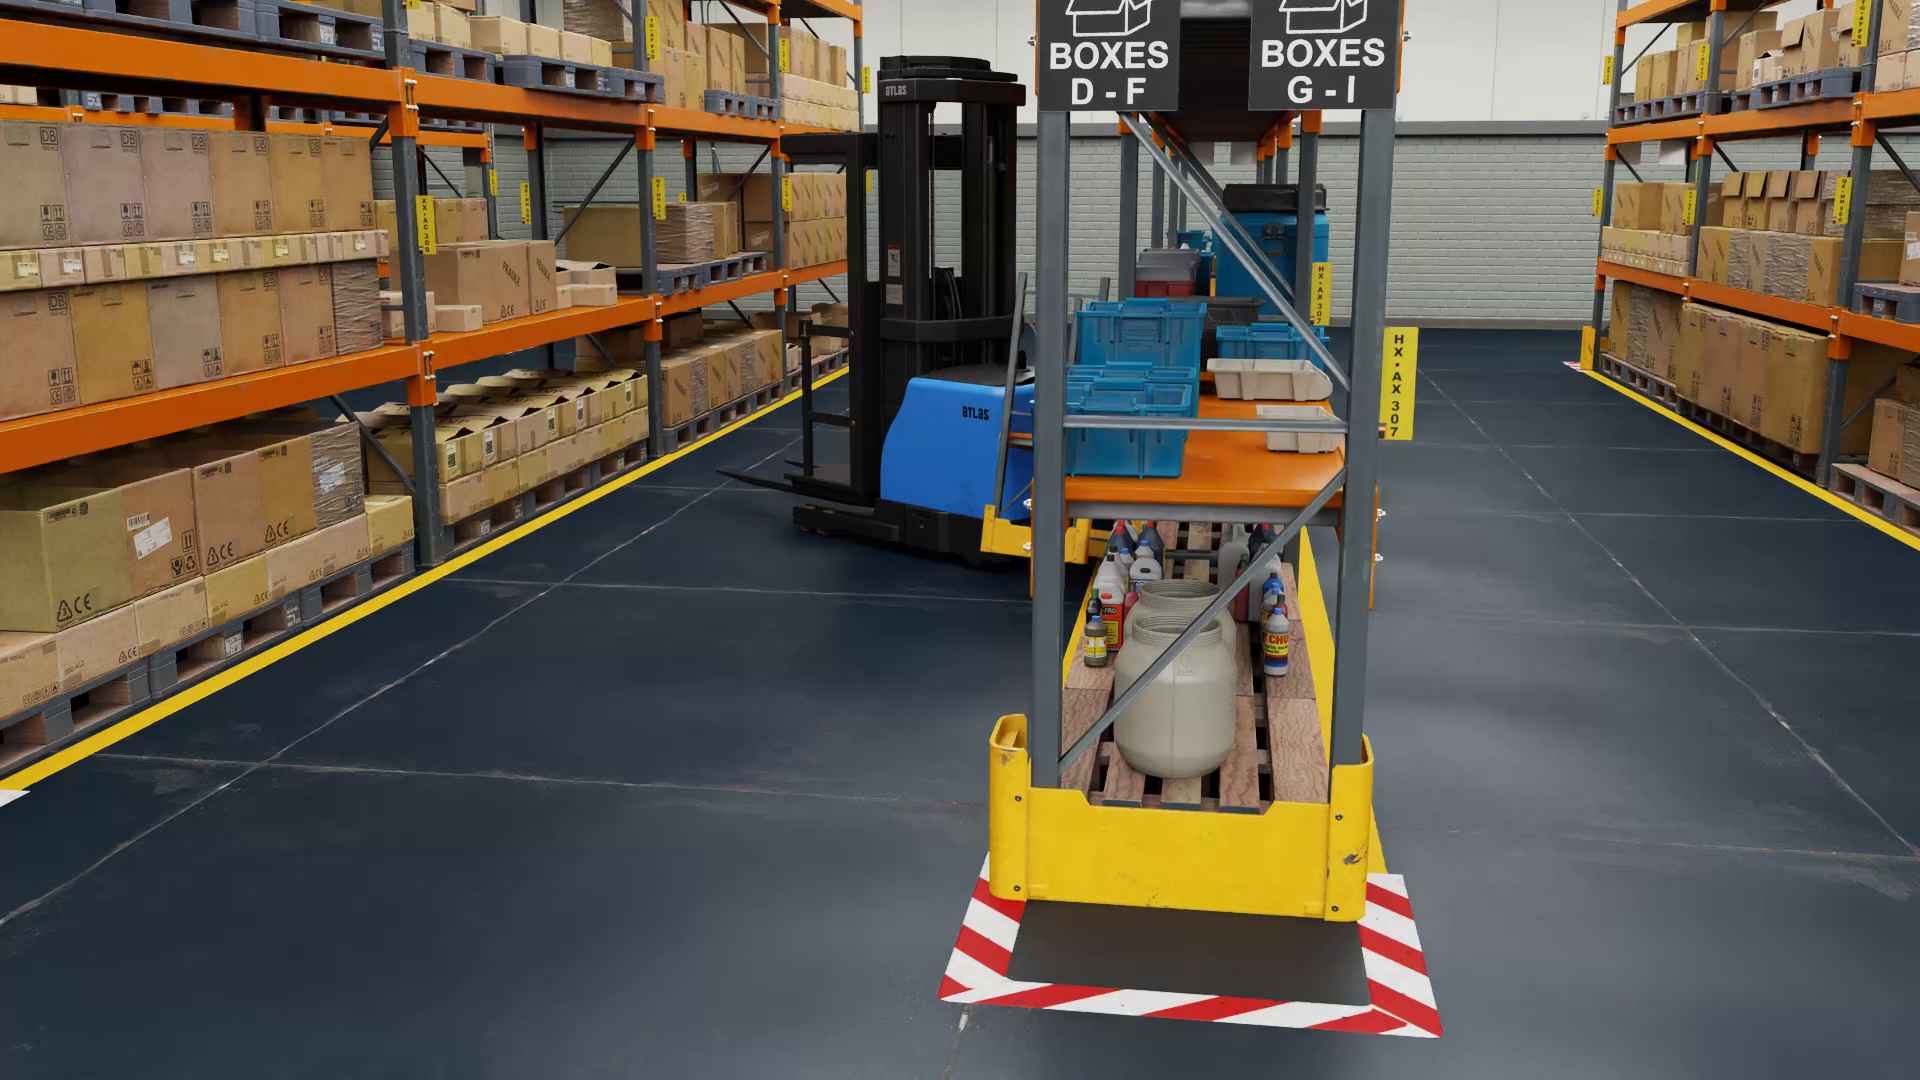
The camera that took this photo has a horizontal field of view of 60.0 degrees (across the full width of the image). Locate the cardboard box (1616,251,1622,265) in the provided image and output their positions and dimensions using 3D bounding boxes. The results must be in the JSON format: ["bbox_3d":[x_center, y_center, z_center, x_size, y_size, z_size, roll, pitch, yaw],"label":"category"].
[{"bbox_3d":[7.581,-3.159,18.626,0.380,0.149,0.250,2,12,8],"label":"cardboard box"}]

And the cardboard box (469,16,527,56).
[{"bbox_3d":[-3.201,-3.324,11.036,0.500,0.250,0.500,1,12,4],"label":"cardboard box"}]

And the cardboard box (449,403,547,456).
[{"bbox_3d":[-3.085,-0.755,11.073,0.500,0.311,0.500,1,12,7],"label":"cardboard box"}]

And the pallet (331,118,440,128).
[{"bbox_3d":[-6.894,-5.001,19.668,1.003,0.211,1.213,2,12,9],"label":"pallet"}]

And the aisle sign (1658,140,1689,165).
[{"bbox_3d":[8.386,-4.782,19.391,0.394,0.787,0.004,2,12,9],"label":"aisle sign"}]

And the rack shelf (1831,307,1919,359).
[{"bbox_3d":[6.540,-1.072,10.057,1.077,0.370,4.000,2,12,9],"label":"rack shelf"}]

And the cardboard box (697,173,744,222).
[{"bbox_3d":[-2.503,-3.646,17.681,0.500,0.500,0.500,2,12,9],"label":"cardboard box"}]

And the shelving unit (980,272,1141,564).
[{"bbox_3d":[0.651,-0.652,9.279,0.587,1.500,1.083,7,3,21],"label":"shelving unit"}]

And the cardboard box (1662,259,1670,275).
[{"bbox_3d":[7.265,-2.731,16.644,0.380,0.149,0.250,2,12,8],"label":"cardboard box"}]

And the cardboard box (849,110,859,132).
[{"bbox_3d":[-1.528,-5.105,20.297,0.500,0.250,0.500,2,12,9],"label":"cardboard box"}]

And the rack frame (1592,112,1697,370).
[{"bbox_3d":[8.078,-3.506,19.640,1.000,3.000,0.127,2,12,9],"label":"rack frame"}]

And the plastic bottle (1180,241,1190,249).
[{"bbox_3d":[2.188,-2.738,16.196,0.144,0.351,0.185,2,12,9],"label":"plastic bottle"}]

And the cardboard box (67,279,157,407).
[{"bbox_3d":[-3.928,-0.855,7.104,0.700,0.500,0.500,2,12,9],"label":"cardboard box"}]

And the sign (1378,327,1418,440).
[{"bbox_3d":[1.266,-0.452,4.814,0.100,0.325,0.005,2,12,9],"label":"sign"}]

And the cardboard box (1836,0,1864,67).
[{"bbox_3d":[6.870,-3.692,12.142,0.797,0.503,0.637,3,12,12],"label":"cardboard box"}]

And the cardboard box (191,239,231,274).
[{"bbox_3d":[-3.620,-1.312,7.685,0.380,0.149,0.250,2,12,11],"label":"cardboard box"}]

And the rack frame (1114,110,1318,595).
[{"bbox_3d":[1.339,-1.168,8.794,1.000,3.000,0.127,2,12,9],"label":"rack frame"}]

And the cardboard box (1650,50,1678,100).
[{"bbox_3d":[7.814,-4.943,17.717,0.700,0.500,0.500,1,12,5],"label":"cardboard box"}]

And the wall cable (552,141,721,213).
[{"bbox_3d":[-5.382,-6.568,26.979,3.097,2.526,0.112,2,12,9],"label":"wall cable"}]

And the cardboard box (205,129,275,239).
[{"bbox_3d":[-3.771,-1.711,7.994,0.700,0.500,0.500,2,12,9],"label":"cardboard box"}]

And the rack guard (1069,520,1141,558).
[{"bbox_3d":[0.759,-0.031,9.770,0.587,0.250,0.087,7,3,21],"label":"rack guard"}]

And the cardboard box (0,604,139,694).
[{"bbox_3d":[-3.795,0.433,6.892,0.500,0.250,0.500,2,12,9],"label":"cardboard box"}]

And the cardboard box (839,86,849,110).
[{"bbox_3d":[-1.613,-5.246,19.763,0.500,0.250,0.500,2,12,9],"label":"cardboard box"}]

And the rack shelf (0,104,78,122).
[{"bbox_3d":[-8.143,-3.020,11.975,1.077,0.370,4.000,2,12,9],"label":"rack shelf"}]

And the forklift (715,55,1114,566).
[{"bbox_3d":[-0.435,-1.528,10.624,1.130,2.935,3.031,-12,17,-43],"label":"forklift"}]

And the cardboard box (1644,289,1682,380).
[{"bbox_3d":[7.782,-2.162,17.451,0.875,0.875,0.875,2,12,9],"label":"cardboard box"}]

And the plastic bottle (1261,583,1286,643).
[{"bbox_3d":[1.378,0.324,7.304,0.097,0.271,0.097,0,12,0],"label":"plastic bottle"}]

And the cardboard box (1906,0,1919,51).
[{"bbox_3d":[6.440,-3.405,10.629,0.500,0.500,0.500,2,12,9],"label":"cardboard box"}]

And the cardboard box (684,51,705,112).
[{"bbox_3d":[-2.748,-3.984,14.501,0.910,0.500,0.500,2,12,9],"label":"cardboard box"}]

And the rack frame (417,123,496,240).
[{"bbox_3d":[-6.605,-3.987,21.875,1.000,3.000,0.127,2,12,9],"label":"rack frame"}]

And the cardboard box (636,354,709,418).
[{"bbox_3d":[-2.513,-1.350,14.526,0.500,0.500,0.500,1,12,7],"label":"cardboard box"}]

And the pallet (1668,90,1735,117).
[{"bbox_3d":[7.599,-4.266,16.259,1.003,0.211,1.213,2,12,9],"label":"pallet"}]

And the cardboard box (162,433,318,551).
[{"bbox_3d":[-3.572,-0.246,8.263,0.500,0.500,0.500,2,12,9],"label":"cardboard box"}]

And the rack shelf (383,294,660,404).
[{"bbox_3d":[-3.248,-1.394,11.550,1.077,0.370,4.000,2,12,9],"label":"rack shelf"}]

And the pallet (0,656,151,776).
[{"bbox_3d":[-4.094,0.706,6.717,1.003,0.211,1.213,2,12,9],"label":"pallet"}]

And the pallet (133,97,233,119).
[{"bbox_3d":[-7.620,-4.065,15.562,1.003,0.211,1.213,2,12,11],"label":"pallet"}]

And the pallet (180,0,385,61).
[{"bbox_3d":[-3.661,-2.574,8.408,1.003,0.211,1.213,2,12,9],"label":"pallet"}]

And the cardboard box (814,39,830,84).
[{"bbox_3d":[-1.904,-5.515,19.234,0.700,0.500,0.500,2,12,9],"label":"cardboard box"}]

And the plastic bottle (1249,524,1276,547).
[{"bbox_3d":[1.524,0.055,8.361,0.144,0.351,0.185,2,12,7],"label":"plastic bottle"}]

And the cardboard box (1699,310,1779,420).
[{"bbox_3d":[7.248,-1.520,14.472,1.225,0.875,0.875,1,12,7],"label":"cardboard box"}]

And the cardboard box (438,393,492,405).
[{"bbox_3d":[-3.542,-0.875,11.633,0.500,0.311,0.500,2,12,8],"label":"cardboard box"}]

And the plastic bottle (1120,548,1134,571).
[{"bbox_3d":[0.790,0.176,7.988,0.097,0.271,0.097,0,12,0],"label":"plastic bottle"}]

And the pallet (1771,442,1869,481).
[{"bbox_3d":[7.043,-0.639,12.957,1.003,0.211,1.213,2,12,9],"label":"pallet"}]

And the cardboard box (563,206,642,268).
[{"bbox_3d":[-2.955,-2.551,13.977,0.700,0.500,0.500,-2,12,-10],"label":"cardboard box"}]

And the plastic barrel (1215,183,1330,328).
[{"bbox_3d":[1.697,-1.484,9.069,0.600,0.901,0.708,2,12,9],"label":"plastic barrel"}]

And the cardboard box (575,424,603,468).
[{"bbox_3d":[-2.936,-0.694,12.123,0.500,0.250,0.500,2,12,10],"label":"cardboard box"}]

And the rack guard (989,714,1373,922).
[{"bbox_3d":[0.689,0.869,5.274,1.175,0.500,0.348,2,12,9],"label":"rack guard"}]

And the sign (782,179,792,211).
[{"bbox_3d":[-1.776,-3.544,17.068,0.100,0.325,0.005,2,12,9],"label":"sign"}]

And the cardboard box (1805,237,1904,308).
[{"bbox_3d":[6.679,-2.000,12.416,0.500,0.500,0.500,2,12,10],"label":"cardboard box"}]

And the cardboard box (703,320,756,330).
[{"bbox_3d":[-2.518,-2.116,18.080,0.500,0.500,0.500,2,12,9],"label":"cardboard box"}]

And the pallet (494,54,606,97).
[{"bbox_3d":[-3.125,-3.159,11.360,1.003,0.211,1.213,2,12,11],"label":"pallet"}]

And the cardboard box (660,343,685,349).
[{"bbox_3d":[-2.874,-1.575,15.569,0.500,0.500,0.500,1,12,7],"label":"cardboard box"}]

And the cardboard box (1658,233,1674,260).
[{"bbox_3d":[7.349,-2.953,16.727,0.500,0.250,0.500,2,12,10],"label":"cardboard box"}]

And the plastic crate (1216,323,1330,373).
[{"bbox_3d":[1.437,-0.856,7.700,0.499,0.251,0.616,2,12,9],"label":"plastic crate"}]

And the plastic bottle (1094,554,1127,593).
[{"bbox_3d":[0.681,0.233,7.537,0.144,0.351,0.185,2,12,11],"label":"plastic bottle"}]

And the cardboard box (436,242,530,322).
[{"bbox_3d":[-3.263,-1.752,11.264,0.500,0.500,0.500,2,12,9],"label":"cardboard box"}]
